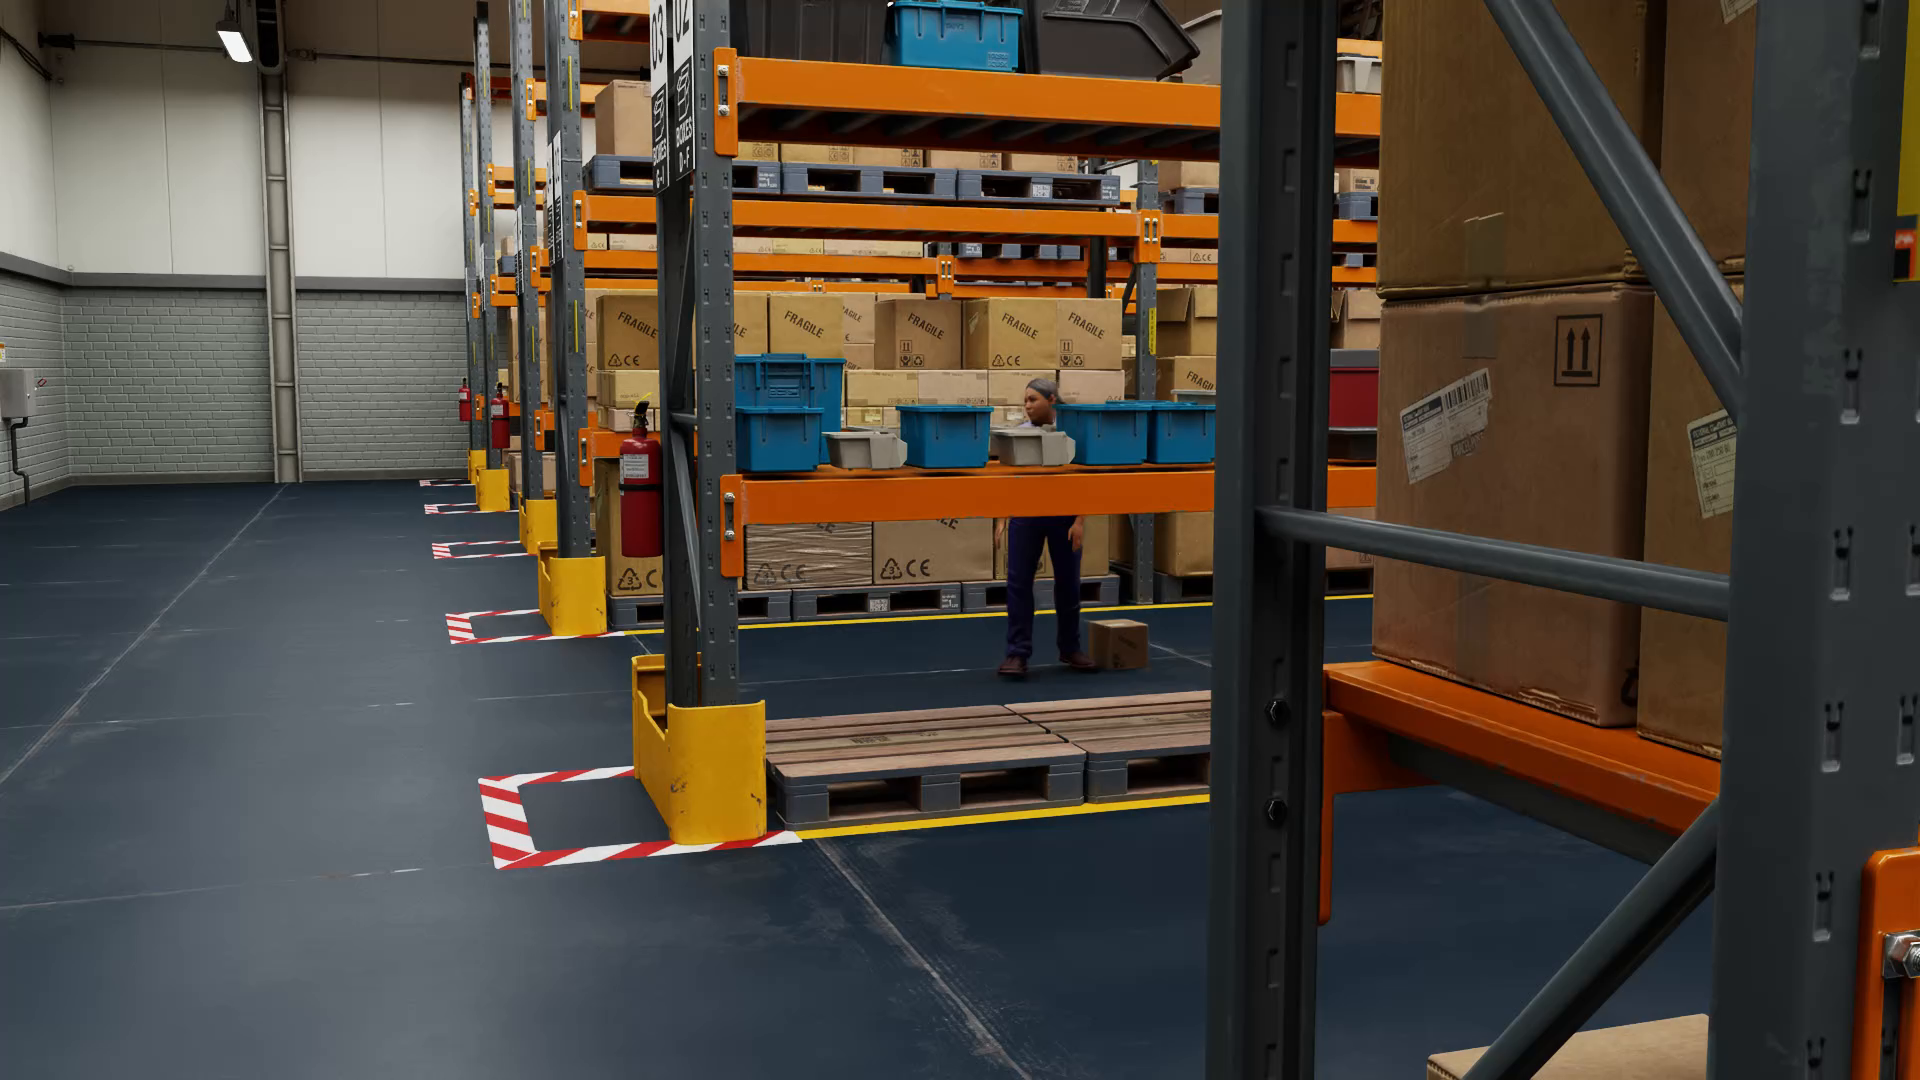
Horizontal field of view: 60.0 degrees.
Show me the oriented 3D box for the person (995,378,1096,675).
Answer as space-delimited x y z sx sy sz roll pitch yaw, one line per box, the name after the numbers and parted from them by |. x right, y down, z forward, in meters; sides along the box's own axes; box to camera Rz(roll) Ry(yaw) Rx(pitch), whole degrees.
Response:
0.469 -0.082 9.256 0.568 1.634 0.578 1 6 12 | person
